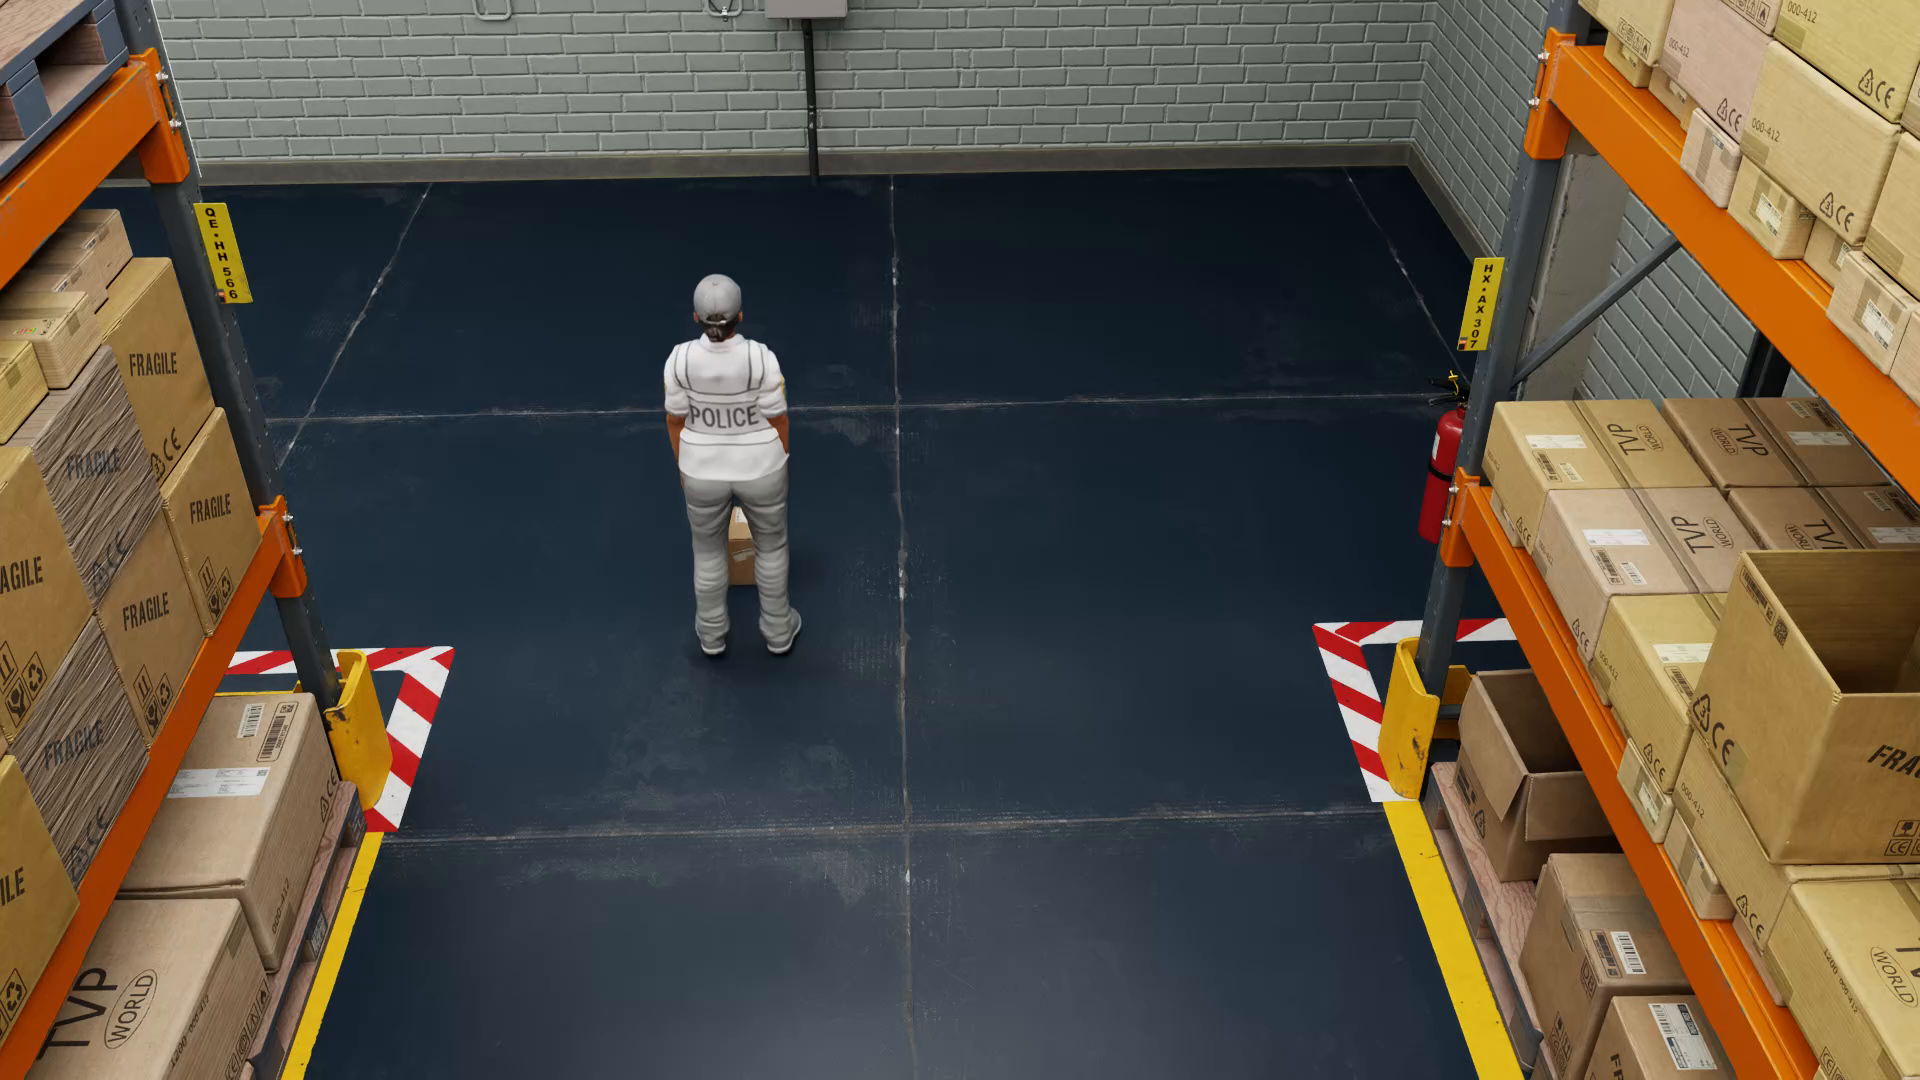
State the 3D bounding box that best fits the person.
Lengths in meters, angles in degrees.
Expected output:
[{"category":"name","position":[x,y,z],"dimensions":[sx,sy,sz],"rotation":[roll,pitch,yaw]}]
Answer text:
[{"category":"person","position":[-0.889,-0.282,6.519],"dimensions":[0.468,1.670,0.386],"rotation":[-1,35,-1]}]
